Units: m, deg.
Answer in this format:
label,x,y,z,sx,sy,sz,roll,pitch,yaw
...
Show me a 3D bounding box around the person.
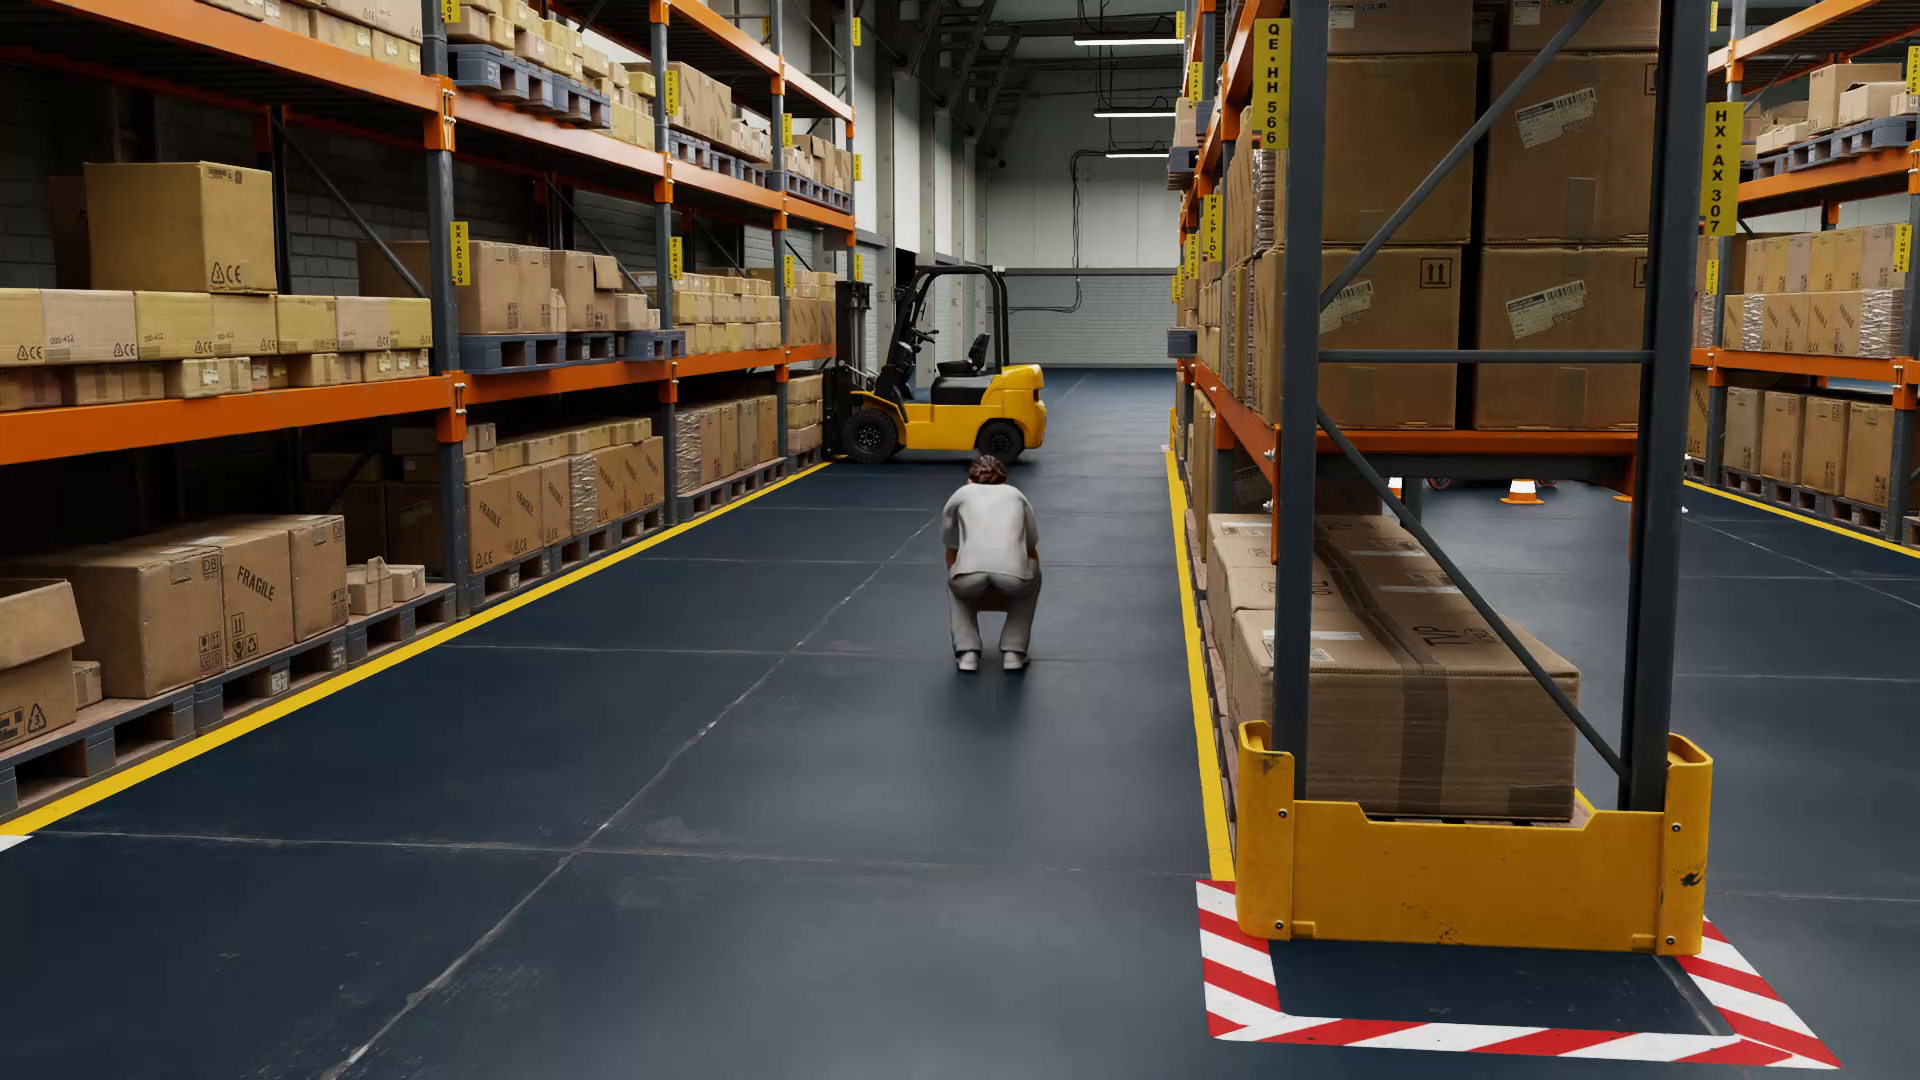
label,x,y,z,sx,sy,sz,roll,pitch,yaw
person,0.137,0.102,7.762,0.477,0.955,0.794,1,8,6
